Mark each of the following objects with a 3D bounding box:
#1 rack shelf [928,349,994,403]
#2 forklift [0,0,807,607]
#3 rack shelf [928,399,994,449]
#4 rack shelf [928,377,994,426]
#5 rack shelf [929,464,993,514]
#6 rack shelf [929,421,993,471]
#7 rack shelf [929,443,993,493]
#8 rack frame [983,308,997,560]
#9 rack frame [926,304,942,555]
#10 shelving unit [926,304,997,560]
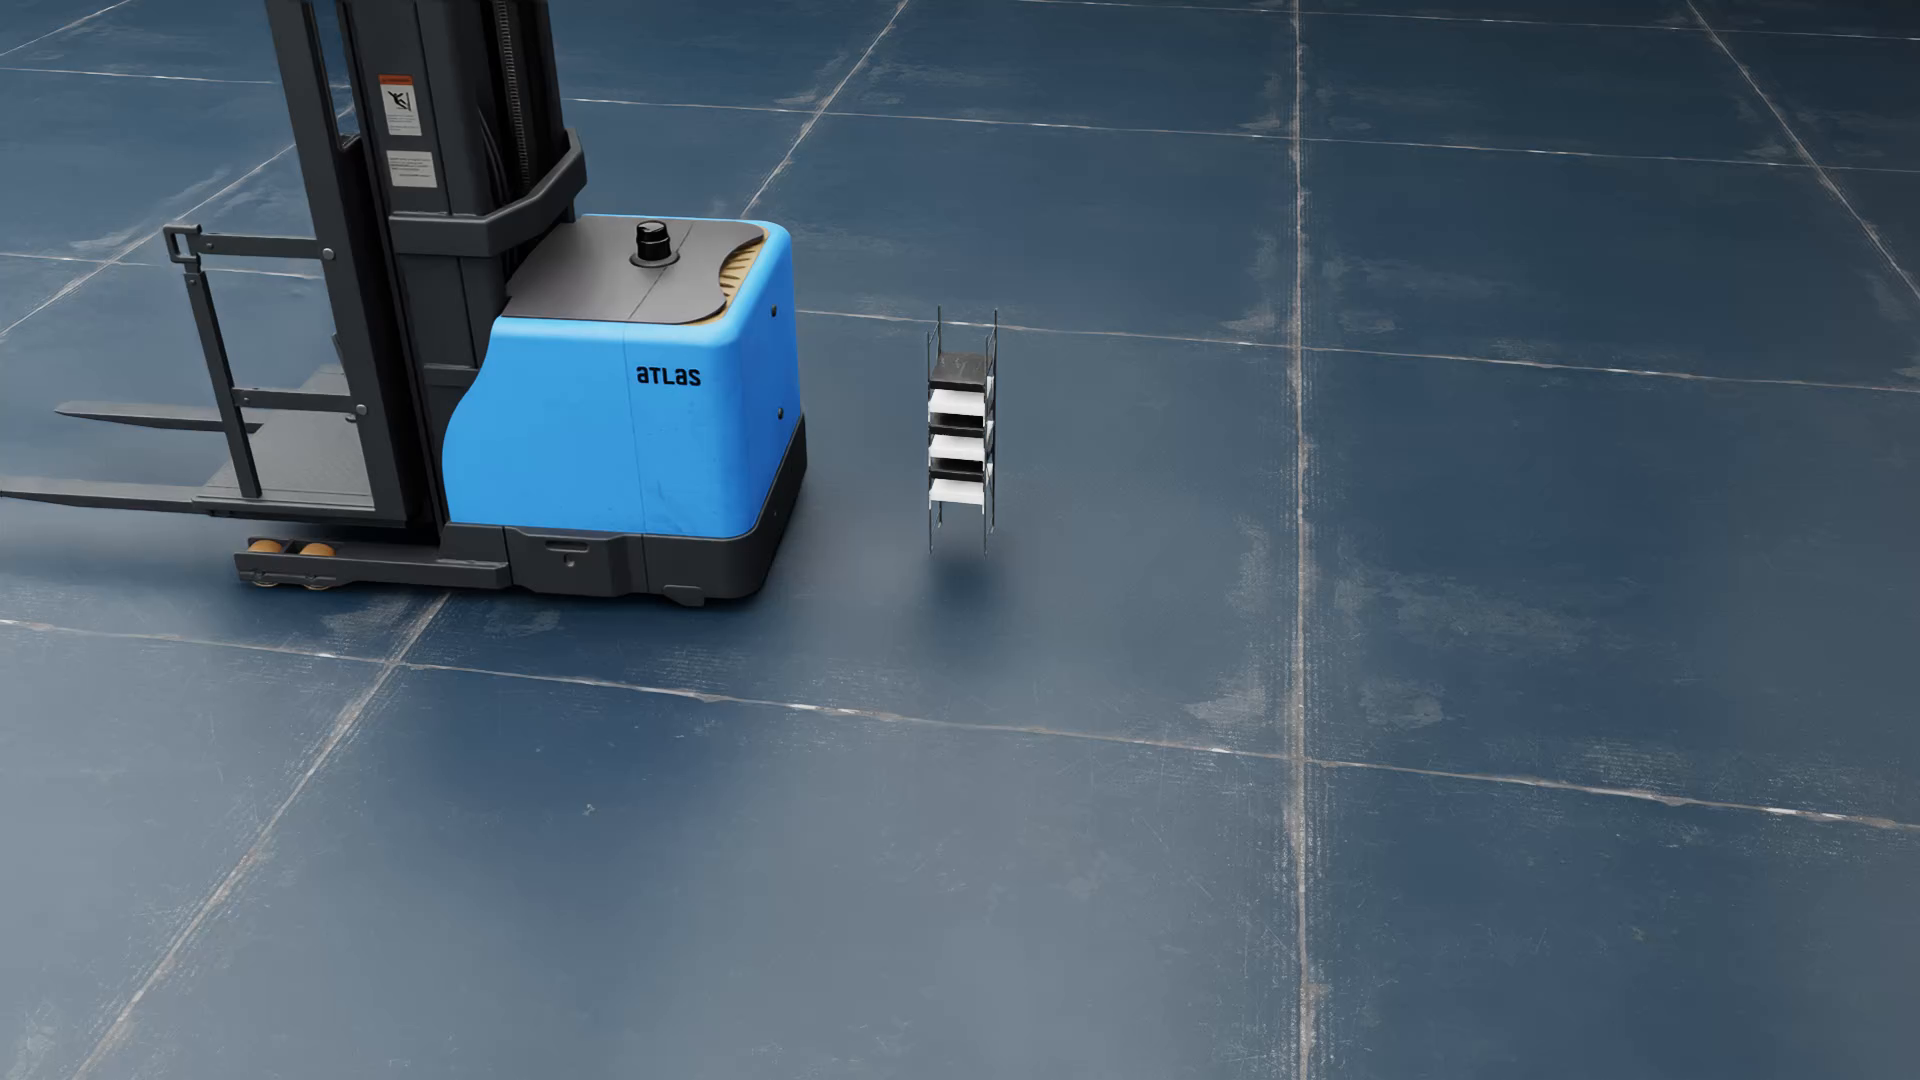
[{"bbox_3d":[0.008,-0.581,5.884,0.200,0.077,0.258,5,32,8],"label":"rack shelf"},{"bbox_3d":[-2.157,-1.337,5.623,3.031,2.935,1.130,3,32,5],"label":"forklift"},{"bbox_3d":[0.008,-0.429,5.980,0.200,0.077,0.258,5,32,8],"label":"rack shelf"},{"bbox_3d":[0.008,-0.505,5.932,0.200,0.077,0.258,5,32,8],"label":"rack shelf"},{"bbox_3d":[0.008,-0.200,6.123,0.200,0.077,0.258,5,32,8],"label":"rack shelf"},{"bbox_3d":[0.008,-0.352,6.028,0.200,0.077,0.258,5,32,8],"label":"rack shelf"},{"bbox_3d":[0.008,-0.276,6.076,0.200,0.077,0.258,5,32,8],"label":"rack shelf"},{"bbox_3d":[0.108,-0.372,5.996,0.006,0.900,0.240,5,32,8],"label":"rack frame"},{"bbox_3d":[-0.092,-0.390,6.025,0.006,0.900,0.240,5,32,8],"label":"rack frame"},{"bbox_3d":[0.008,-0.381,6.010,0.210,0.900,0.258,5,32,8],"label":"shelving unit"}]
